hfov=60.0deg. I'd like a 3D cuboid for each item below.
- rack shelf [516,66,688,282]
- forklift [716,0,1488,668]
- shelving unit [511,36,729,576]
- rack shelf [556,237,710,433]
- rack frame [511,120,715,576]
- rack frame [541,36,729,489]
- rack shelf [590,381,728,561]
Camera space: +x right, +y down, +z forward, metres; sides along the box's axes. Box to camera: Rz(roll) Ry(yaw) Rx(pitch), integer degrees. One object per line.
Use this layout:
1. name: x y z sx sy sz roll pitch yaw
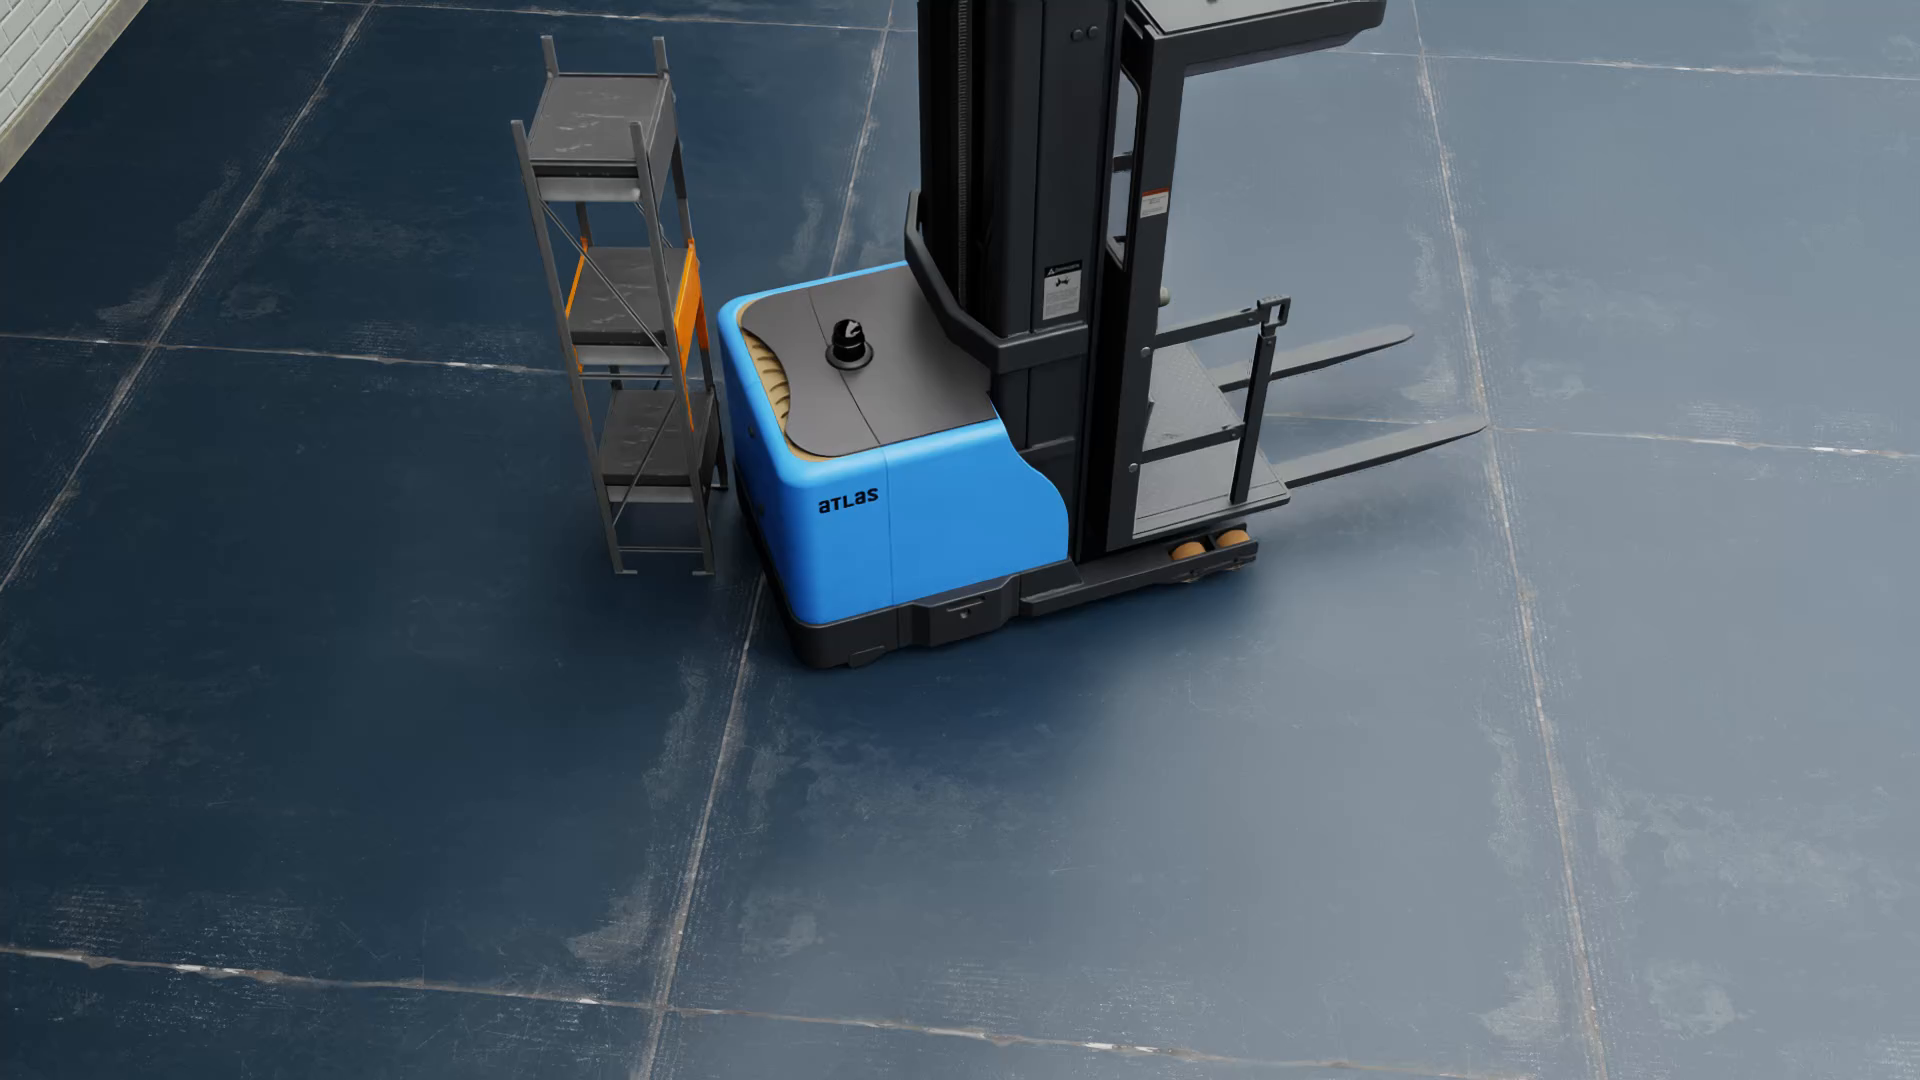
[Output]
1. rack shelf: -1.174 -1.216 5.535 0.431 0.518 0.480 1 48 1
2. forklift: 0.660 -1.176 5.865 3.031 2.935 1.130 -15 49 -13
3. shelving unit: -1.174 -0.753 6.042 0.431 2.100 0.503 1 48 1
4. rack shelf: -1.174 -0.744 6.052 0.431 0.518 0.480 1 48 1
5. rack frame: -1.179 -0.573 5.877 0.400 2.100 0.015 1 48 1
6. rack frame: -1.169 -0.933 6.206 0.400 2.100 0.015 1 48 1
7. rack shelf: -1.174 -0.271 6.568 0.431 0.518 0.480 1 48 1
